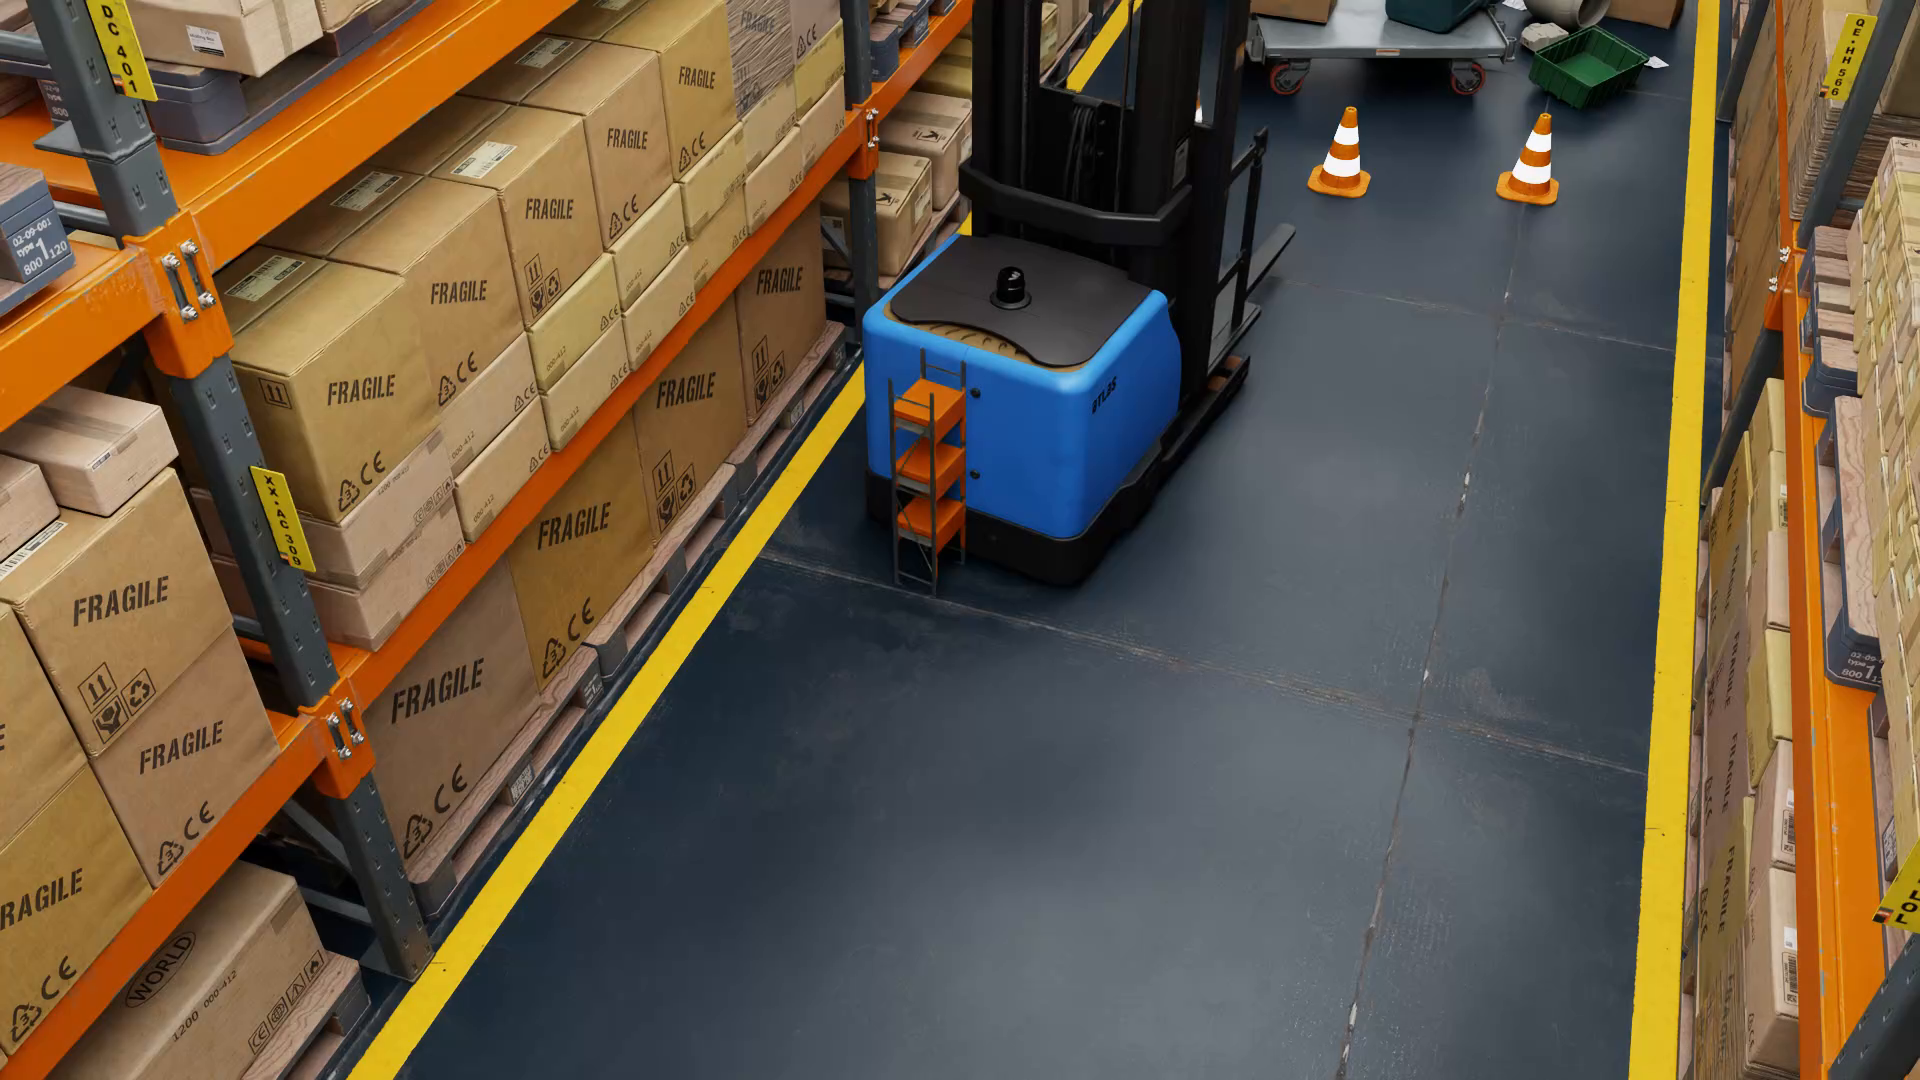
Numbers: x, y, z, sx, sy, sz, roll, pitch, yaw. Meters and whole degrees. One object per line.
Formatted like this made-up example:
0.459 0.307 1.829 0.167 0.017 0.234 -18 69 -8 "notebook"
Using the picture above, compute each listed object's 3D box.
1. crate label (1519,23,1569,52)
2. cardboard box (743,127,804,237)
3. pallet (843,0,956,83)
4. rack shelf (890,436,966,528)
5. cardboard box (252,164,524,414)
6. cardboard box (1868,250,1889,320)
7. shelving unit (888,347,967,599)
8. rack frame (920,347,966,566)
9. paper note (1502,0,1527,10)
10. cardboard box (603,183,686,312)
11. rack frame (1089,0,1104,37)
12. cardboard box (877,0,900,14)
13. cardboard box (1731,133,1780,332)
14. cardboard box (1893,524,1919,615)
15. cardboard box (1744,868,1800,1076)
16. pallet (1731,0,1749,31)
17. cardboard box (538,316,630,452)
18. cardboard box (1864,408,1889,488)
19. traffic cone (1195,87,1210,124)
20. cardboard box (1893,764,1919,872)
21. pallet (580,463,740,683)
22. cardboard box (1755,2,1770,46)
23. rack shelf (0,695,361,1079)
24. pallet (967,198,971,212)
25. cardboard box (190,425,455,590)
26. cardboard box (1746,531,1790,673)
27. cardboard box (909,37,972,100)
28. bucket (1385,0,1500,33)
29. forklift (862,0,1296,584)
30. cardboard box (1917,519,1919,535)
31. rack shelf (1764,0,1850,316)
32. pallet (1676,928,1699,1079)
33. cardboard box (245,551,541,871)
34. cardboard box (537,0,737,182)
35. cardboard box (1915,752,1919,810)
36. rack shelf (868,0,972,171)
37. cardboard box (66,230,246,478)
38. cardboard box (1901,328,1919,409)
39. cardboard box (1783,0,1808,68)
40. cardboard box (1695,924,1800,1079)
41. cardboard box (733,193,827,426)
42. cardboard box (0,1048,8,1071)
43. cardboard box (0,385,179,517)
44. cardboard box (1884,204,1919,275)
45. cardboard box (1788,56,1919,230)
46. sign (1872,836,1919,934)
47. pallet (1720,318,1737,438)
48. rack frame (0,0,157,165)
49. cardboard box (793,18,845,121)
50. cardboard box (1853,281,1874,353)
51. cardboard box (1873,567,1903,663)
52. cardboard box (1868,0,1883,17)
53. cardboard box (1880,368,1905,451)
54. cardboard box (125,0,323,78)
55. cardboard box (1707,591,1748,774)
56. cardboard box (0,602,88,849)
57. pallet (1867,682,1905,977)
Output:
3.886 -3.330 11.047 0.298 0.136 0.250 -13 42 -15 "crate label"
-0.980 -1.515 6.830 0.500 0.250 0.500 14 42 16 "cardboard box"
-0.748 -2.638 8.179 1.213 0.211 1.003 13 42 15 "pallet"
-0.126 -0.246 6.745 0.215 0.259 0.240 20 44 22 "rack shelf"
-1.690 -0.753 4.974 0.500 0.500 0.500 13 42 15 "cardboard box"
3.262 -0.814 5.533 0.380 0.149 0.250 12 42 14 "cardboard box"
-0.126 -0.254 6.738 0.215 1.050 0.252 20 44 22 "shelving unit"
-0.066 -0.323 6.819 0.200 1.050 0.008 20 44 22 "rack frame"
3.908 -3.757 11.637 0.172 0.023 0.155 29 48 29 "paper note"
-1.323 -1.087 5.943 0.500 0.250 0.500 12 42 14 "cardboard box"
0.477 -4.692 10.439 1.000 3.000 0.127 13 42 15 "rack frame"
-0.477 -2.639 7.902 0.380 0.149 0.250 11 42 12 "cardboard box"
4.384 -1.405 7.996 1.050 0.750 0.750 14 42 16 "cardboard box"
2.734 0.122 4.437 0.380 0.149 0.250 11 42 13 "cardboard box"
2.444 1.219 4.534 0.500 0.250 0.500 12 42 14 "cardboard box"
5.912 -3.788 11.527 1.003 0.211 1.213 13 42 15 "pallet"
-1.495 -0.591 5.747 0.500 0.250 0.500 13 42 15 "cardboard box"
3.001 -0.243 5.093 0.380 0.149 0.250 14 42 16 "cardboard box"
1.368 -2.660 10.012 0.336 0.463 0.334 13 42 15 "traffic cone"
2.465 0.715 3.971 0.380 0.149 0.250 14 42 15 "cardboard box"
-1.650 0.014 7.071 1.003 0.211 1.213 13 42 15 "pallet"
5.444 -3.375 10.208 0.875 0.875 0.875 14 42 16 "cardboard box"
-2.943 1.680 3.524 1.077 0.370 4.000 13 42 15 "rack shelf"
-0.204 -2.410 9.912 1.003 0.211 1.213 13 42 15 "pallet"
-1.844 -0.152 4.848 0.500 0.250 0.500 12 42 14 "cardboard box"
2.977 0.265 5.653 0.500 0.250 0.500 14 42 15 "cardboard box"
-0.179 -2.668 9.768 0.950 0.372 0.625 15 43 17 "cardboard box"
3.043 -3.583 10.490 0.726 0.611 0.620 29 58 29 "bucket"
0.754 -1.872 7.187 1.130 2.935 3.031 20 44 22 "forklift"
2.739 0.015 4.333 0.380 0.149 0.250 12 42 14 "cardboard box"
4.479 -2.162 8.027 1.077 0.370 4.000 13 42 15 "rack shelf"
2.692 1.810 4.966 1.003 0.211 1.213 13 42 15 "pallet"
-2.122 0.439 5.737 0.875 0.875 0.875 15 43 16 "cardboard box"
-1.166 -1.682 6.063 0.500 0.500 0.500 13 42 15 "cardboard box"
2.467 0.599 3.878 0.380 0.149 0.250 14 42 15 "cardboard box"
-0.207 -3.199 9.243 1.077 0.370 4.000 13 42 15 "rack shelf"
-2.342 -0.560 4.748 0.500 0.500 0.500 15 43 16 "cardboard box"
3.007 -0.465 4.896 0.380 0.149 0.250 15 43 16 "cardboard box"
4.211 -2.510 7.804 0.500 0.500 0.500 14 42 16 "cardboard box"
2.444 1.508 4.774 0.500 0.500 0.500 13 42 14 "cardboard box"
-1.205 -1.201 7.661 0.875 0.875 0.875 13 42 15 "cardboard box"
-2.506 1.113 3.557 0.500 0.500 0.500 13 42 14 "cardboard box"
-2.065 -0.220 3.849 0.380 0.149 0.250 12 42 14 "cardboard box"
3.277 -0.954 5.469 0.380 0.149 0.250 13 42 15 "cardboard box"
3.697 -1.588 6.723 0.500 0.500 0.500 13 42 15 "cardboard box"
1.904 0.662 3.270 0.100 0.325 0.005 13 42 15 "sign"
4.135 -0.619 7.813 1.003 0.211 1.213 13 42 15 "pallet"
-2.259 -2.095 2.773 1.000 3.000 0.127 13 42 15 "rack frame"
-0.818 -2.034 7.053 0.500 0.250 0.500 13 42 15 "cardboard box"
3.269 -0.724 5.657 0.380 0.149 0.250 15 43 17 "cardboard box"
2.728 0.240 4.528 0.380 0.149 0.250 12 42 13 "cardboard box"
4.130 -2.215 6.687 0.700 0.500 0.500 13 42 14 "cardboard box"
3.002 -0.357 4.998 0.380 0.149 0.250 13 42 15 "cardboard box"
-1.759 -1.290 3.920 0.396 0.266 0.258 13 42 15 "cardboard box"
2.974 0.572 5.871 0.500 0.500 0.500 12 42 14 "cardboard box"
-2.342 0.425 3.593 0.500 0.500 0.500 13 42 14 "cardboard box"
2.825 0.863 4.075 1.003 0.211 1.213 13 42 15 "pallet"
